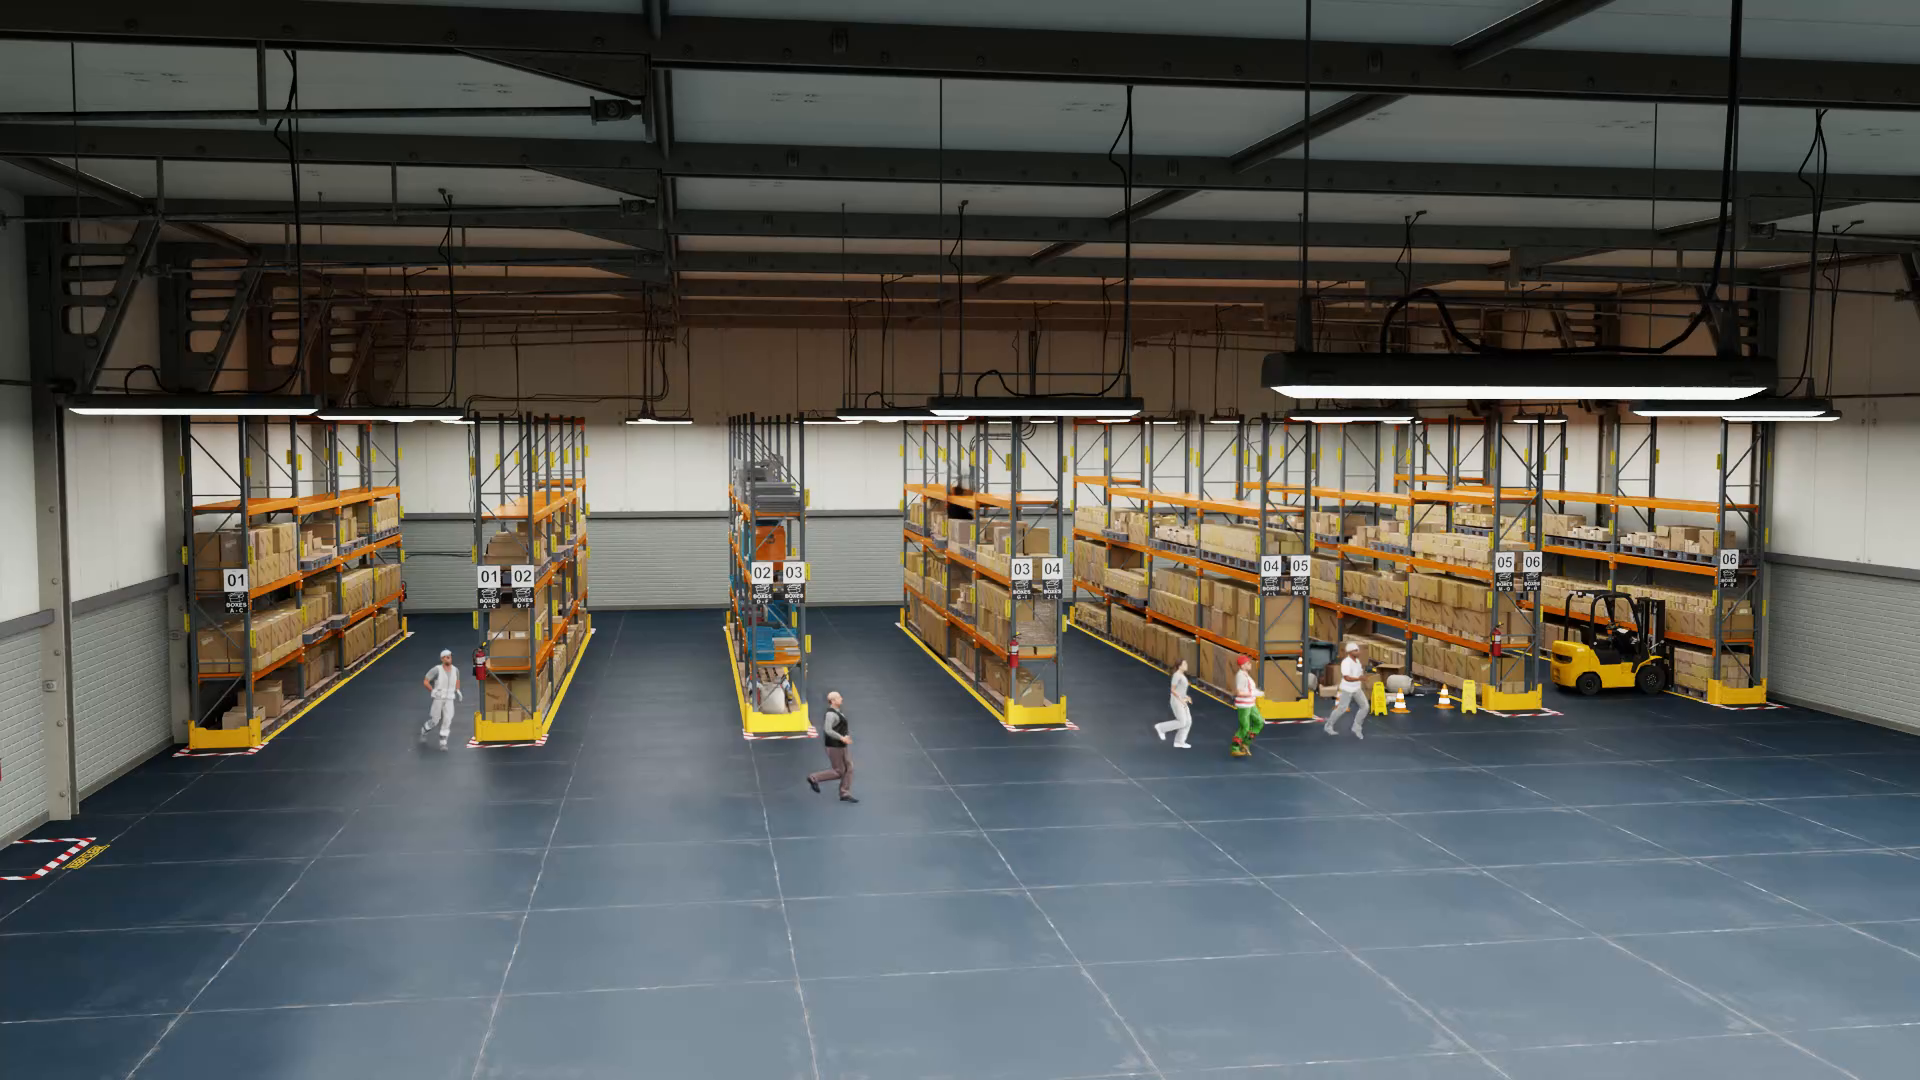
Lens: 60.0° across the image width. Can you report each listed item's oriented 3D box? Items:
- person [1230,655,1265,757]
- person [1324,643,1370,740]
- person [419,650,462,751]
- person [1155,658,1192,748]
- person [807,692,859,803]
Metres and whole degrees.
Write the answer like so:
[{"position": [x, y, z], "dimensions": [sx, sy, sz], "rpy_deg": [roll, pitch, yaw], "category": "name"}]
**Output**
[{"position": [4.986, 2.882, 28.716], "dimensions": [0.647, 1.780, 0.638], "rpy_deg": [2, 4, 28], "category": "person"}, {"position": [7.157, 2.771, 30.509], "dimensions": [0.889, 1.800, 0.711], "rpy_deg": [3, 5, 41], "category": "person"}, {"position": [-9.169, 2.831, 29.587], "dimensions": [0.718, 1.741, 0.928], "rpy_deg": [-3, 5, -41], "category": "person"}, {"position": [3.824, 2.900, 29.707], "dimensions": [0.623, 1.622, 0.553], "rpy_deg": [1, 4, 20], "category": "person"}, {"position": [-1.931, 3.162, 25.387], "dimensions": [0.792, 1.708, 0.661], "rpy_deg": [0, 4, 7], "category": "person"}]
